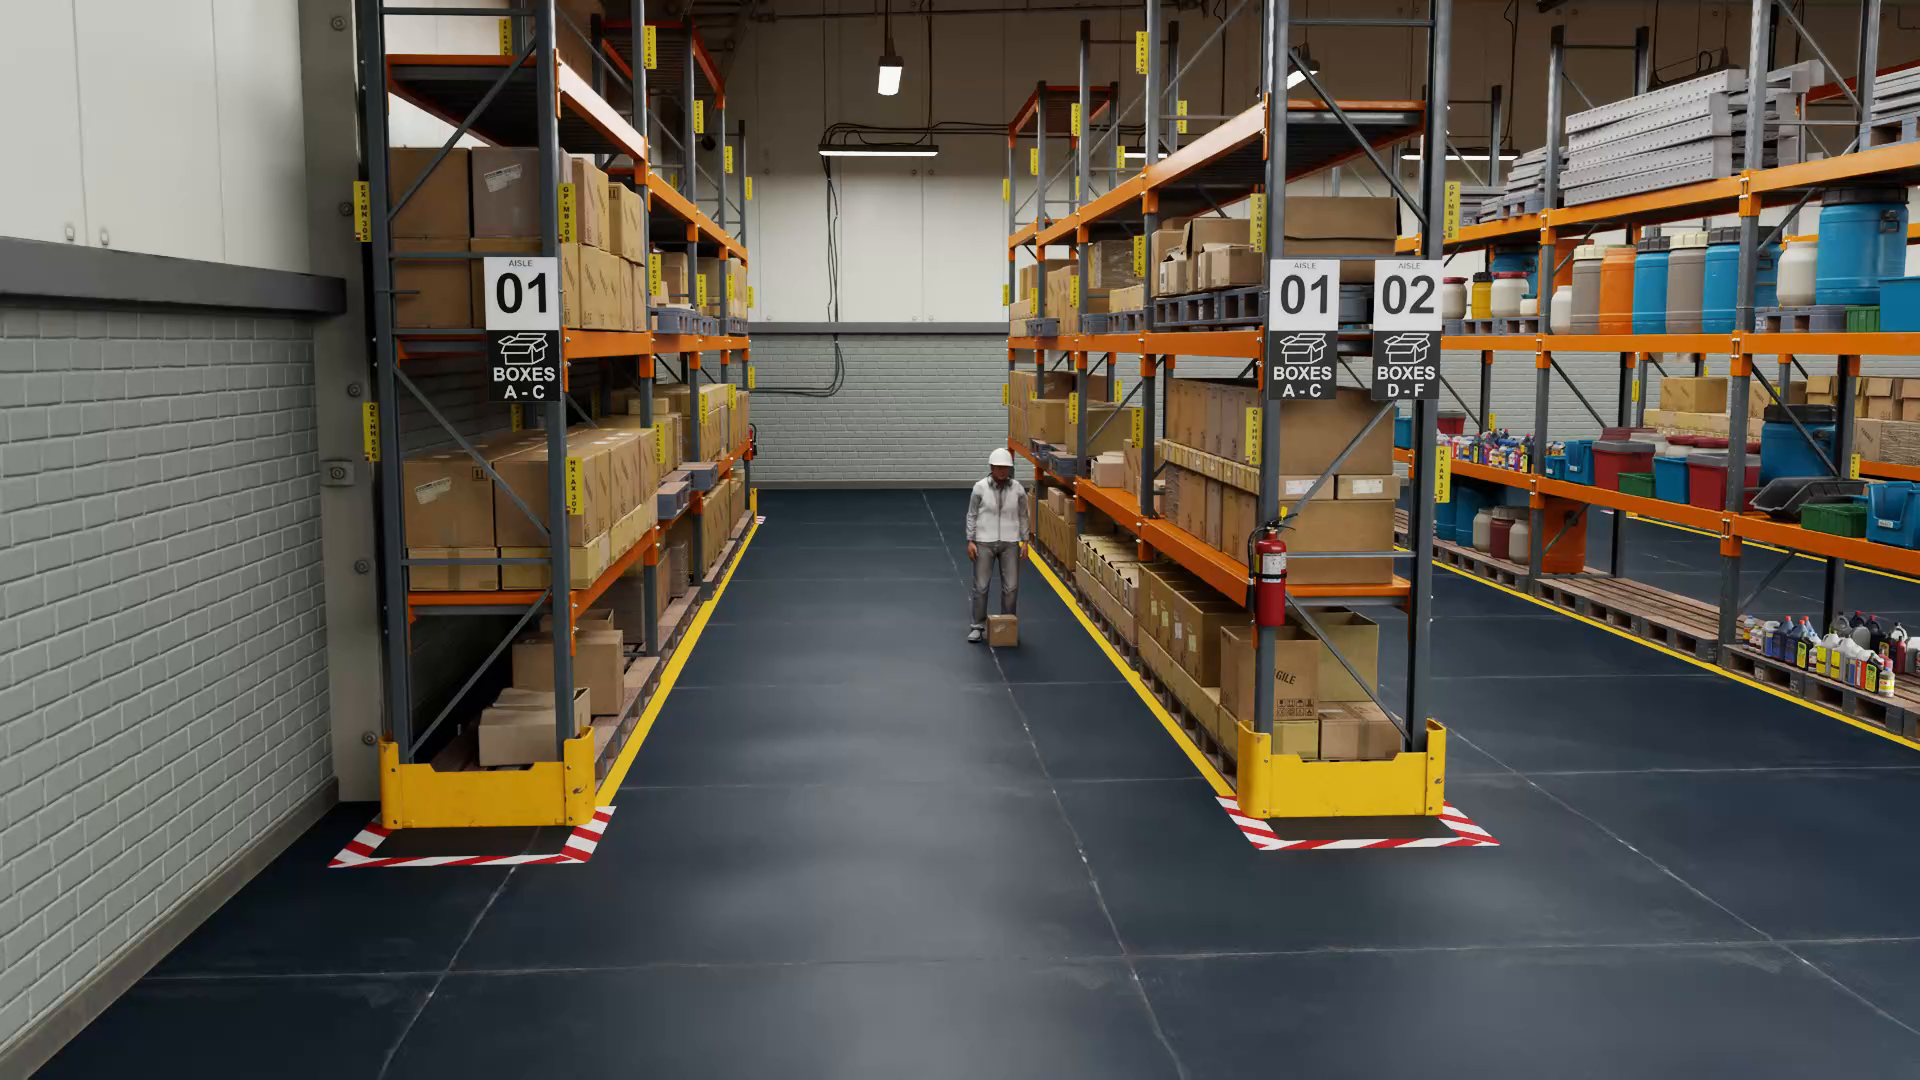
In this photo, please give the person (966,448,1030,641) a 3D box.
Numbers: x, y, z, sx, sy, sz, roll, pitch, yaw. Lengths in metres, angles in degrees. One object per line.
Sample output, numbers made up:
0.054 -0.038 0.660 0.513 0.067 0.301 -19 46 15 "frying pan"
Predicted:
0.347 0.038 15.307 0.593 1.773 0.458 -1 7 -6 "person"
